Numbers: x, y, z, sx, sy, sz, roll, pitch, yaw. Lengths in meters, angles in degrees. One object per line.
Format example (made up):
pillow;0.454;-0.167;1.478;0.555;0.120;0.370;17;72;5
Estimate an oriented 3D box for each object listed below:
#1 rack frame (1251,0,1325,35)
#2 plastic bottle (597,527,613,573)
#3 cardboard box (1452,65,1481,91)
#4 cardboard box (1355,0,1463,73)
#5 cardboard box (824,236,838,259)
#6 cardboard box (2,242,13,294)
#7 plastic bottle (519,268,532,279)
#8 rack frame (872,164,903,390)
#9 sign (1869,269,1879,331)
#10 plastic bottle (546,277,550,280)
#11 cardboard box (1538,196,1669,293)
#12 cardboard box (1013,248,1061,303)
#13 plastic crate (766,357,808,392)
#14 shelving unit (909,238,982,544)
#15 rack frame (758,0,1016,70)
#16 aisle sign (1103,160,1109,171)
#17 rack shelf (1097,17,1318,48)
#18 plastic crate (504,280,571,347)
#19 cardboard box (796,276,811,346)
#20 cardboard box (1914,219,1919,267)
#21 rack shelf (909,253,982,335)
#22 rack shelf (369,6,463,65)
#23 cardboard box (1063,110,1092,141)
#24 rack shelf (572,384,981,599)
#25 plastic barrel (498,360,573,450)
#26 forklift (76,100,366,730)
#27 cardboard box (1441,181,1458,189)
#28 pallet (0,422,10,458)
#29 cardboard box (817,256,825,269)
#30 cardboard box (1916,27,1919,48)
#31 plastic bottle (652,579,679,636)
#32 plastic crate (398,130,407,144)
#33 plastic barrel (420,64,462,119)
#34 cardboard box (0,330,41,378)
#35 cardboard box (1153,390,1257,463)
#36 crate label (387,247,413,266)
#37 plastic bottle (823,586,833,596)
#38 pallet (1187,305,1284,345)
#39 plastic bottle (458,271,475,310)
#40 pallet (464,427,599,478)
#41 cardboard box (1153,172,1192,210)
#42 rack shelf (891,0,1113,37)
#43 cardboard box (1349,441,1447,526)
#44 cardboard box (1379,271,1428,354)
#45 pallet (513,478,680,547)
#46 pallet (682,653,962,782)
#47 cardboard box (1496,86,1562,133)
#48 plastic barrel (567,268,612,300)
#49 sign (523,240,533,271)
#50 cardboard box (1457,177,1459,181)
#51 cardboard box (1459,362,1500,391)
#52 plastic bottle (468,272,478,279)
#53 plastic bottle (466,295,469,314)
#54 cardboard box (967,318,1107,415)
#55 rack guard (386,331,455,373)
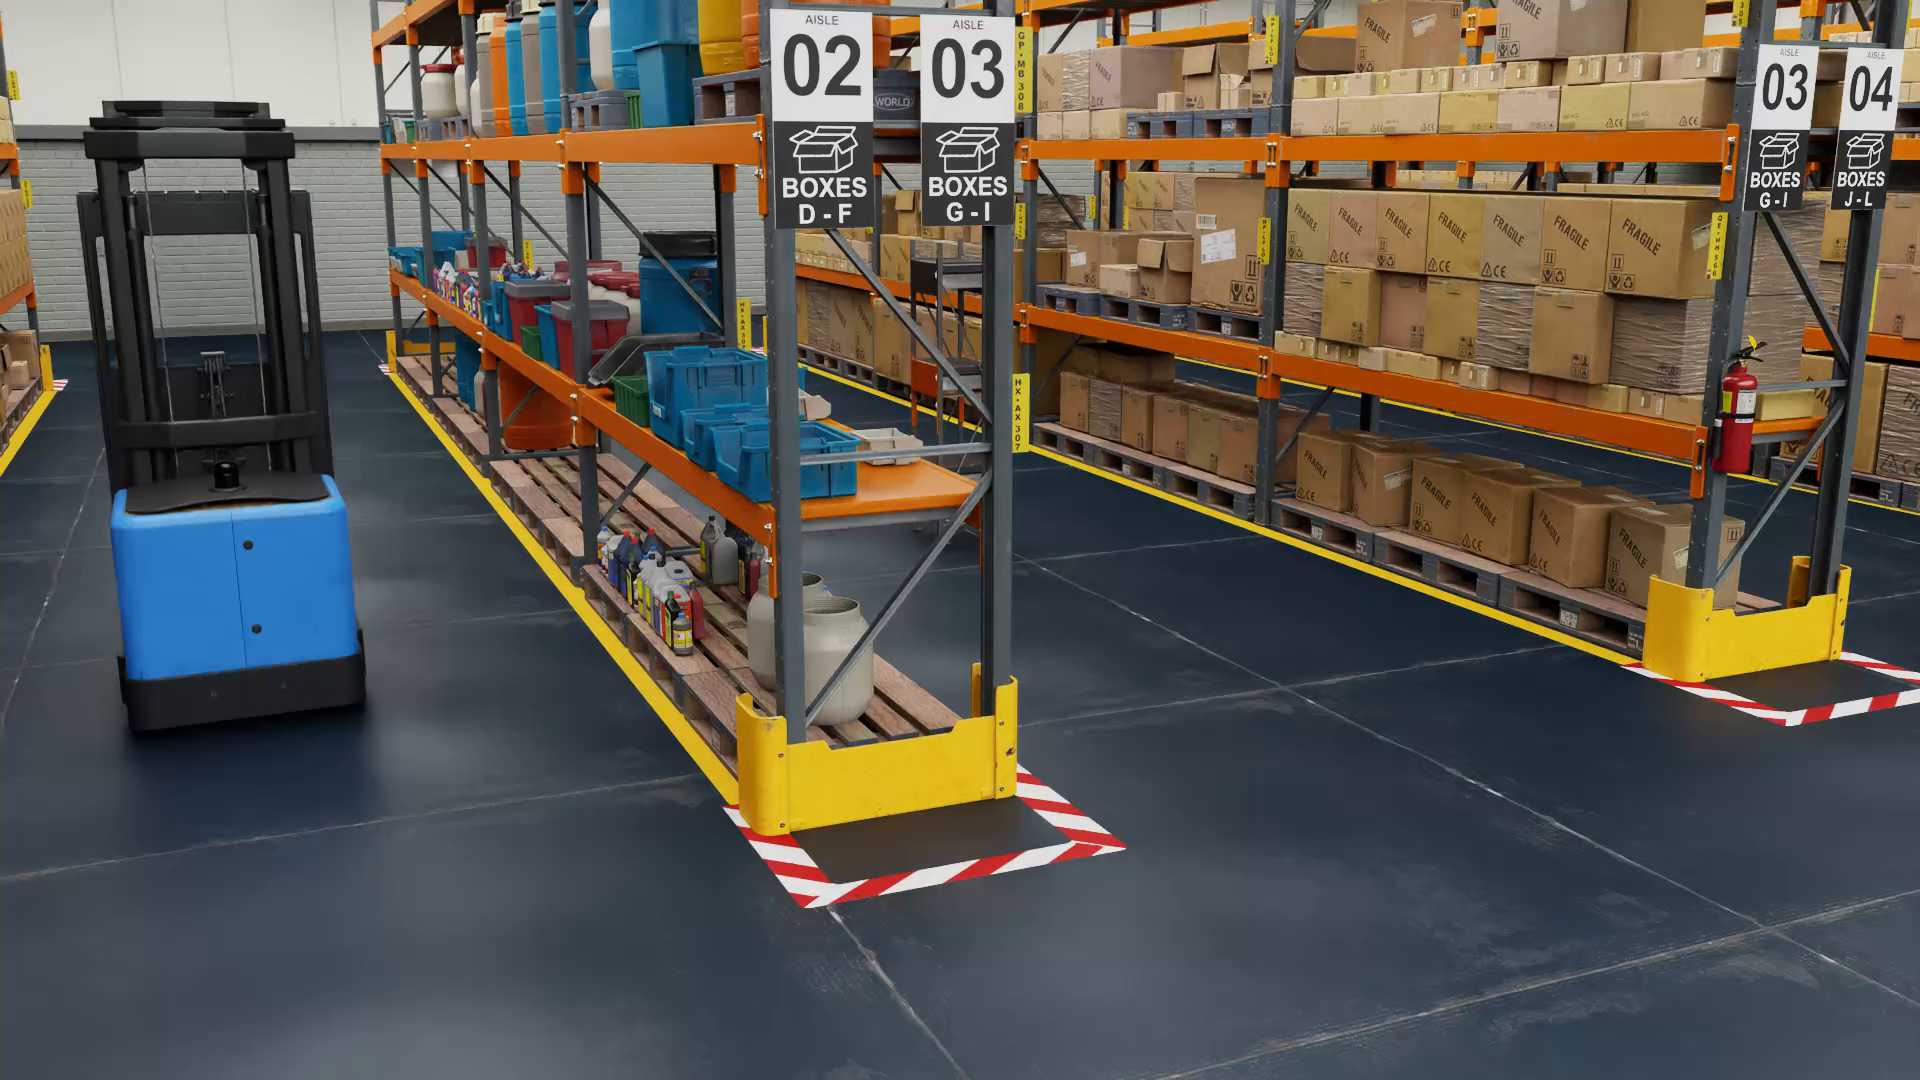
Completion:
rack frame;4.050;-6.615;20.495;1.000;3.000;0.127;-6;14;-23
plastic bottle;-2.142;0.055;10.054;0.097;0.271;0.097;0;13;0
cardboard box;3.209;-2.784;10.042;0.380;0.149;0.250;-5;14;-22
cardboard box;3.084;-3.441;11.443;0.500;0.500;0.500;-6;14;-25
cardboard box;-1.366;-3.617;20.518;0.500;0.250;0.500;-5;14;-22
cardboard box;-9.974;-2.759;16.917;0.500;0.500;0.500;-6;14;-23
plastic bottle;-4.049;-2.364;15.543;0.144;0.351;0.185;-6;14;-23
rack frame;-0.535;-3.265;19.326;1.000;3.000;0.127;-6;14;-23
sign;4.769;-1.257;8.728;0.100;0.325;0.005;-6;14;-23
plastic bottle;-3.832;-2.312;15.494;0.097;0.271;0.097;0;13;0
cardboard box;3.620;-1.661;9.295;0.500;0.500;0.500;-6;14;-23
cardboard box;0.643;-2.567;16.088;0.500;0.500;0.500;-5;14;-21
plastic crate;-1.176;-0.889;9.387;0.499;0.251;0.616;-6;14;-23
shelving unit;-0.066;-1.057;11.781;0.431;2.100;0.503;-6;14;-23
rack frame;-0.266;-3.261;6.005;1.000;3.000;0.127;-6;14;-23
aisle sign;2.144;-5.773;24.397;0.394;0.787;0.004;-6;14;-23
rack shelf;3.249;-6.676;22.362;1.077;0.370;4.000;-6;14;-23
plastic crate;-3.104;-1.661;12.253;0.402;0.464;0.583;-6;14;-23
cardboard box;-1.807;-3.136;22.549;0.875;0.875;0.875;-6;14;-23
cardboard box;7.788;-2.332;12.567;0.875;0.550;0.550;-6;14;-23
rack shelf;-0.066;-1.726;11.626;0.431;0.518;0.480;-6;14;-23
rack shelf;-5.874;-5.609;18.628;1.077;0.370;4.000;-6;14;-23
cardboard box;1.228;-3.601;14.457;0.500;0.250;0.500;-5;14;-22
rack shelf;-1.067;-0.401;8.547;1.077;0.370;4.000;-6;14;-23
plastic barrel;-3.682;-1.238;14.450;0.600;0.830;0.708;-6;14;-23
forklift;-4.004;-0.824;8.931;1.130;2.935;3.031;-6;14;-24
cardboard box;7.502;-5.083;24.741;0.500;0.500;0.500;-6;14;-23
pallet;-9.253;-0.848;15.066;1.003;0.211;1.213;-6;14;-23
cardboard box;-1.573;-3.494;20.873;0.380;0.149;0.250;-5;14;-22
cardboard box;7.396;-3.757;12.434;0.380;0.149;0.250;-6;14;-24
plastic bottle;-1.535;0.351;8.766;0.152;0.276;0.135;-6;14;-25
plastic crate;-5.931;-4.379;18.071;0.293;0.136;0.466;-6;14;-23
plastic barrel;-5.092;-4.419;16.424;0.433;0.535;0.433;0;13;0
cardboard box;-10.772;-2.104;18.877;0.500;0.500;0.500;-6;14;-23
cardboard box;2.045;-0.954;13.906;0.700;0.500;0.500;-7;15;-28
crate label;-6.878;-3.511;20.627;0.416;0.233;0.303;-6;14;-23
plastic bottle;-0.707;0.373;8.679;0.097;0.271;0.097;0;13;0
pallet;2.497;-1.690;12.945;1.003;0.211;1.213;-6;14;-23
plastic bottle;-4.507;-2.285;15.201;0.144;0.351;0.185;-6;14;-23
pallet;-3.825;-0.792;14.824;1.003;0.211;1.213;-6;14;-23
cardboard box;2.988;-4.765;22.706;0.500;0.500;0.500;-6;14;-25
rack shelf;0.266;-5.230;16.990;1.077;0.370;4.000;-6;14;-23
cardboard box;3.030;-0.395;11.538;0.500;0.500;0.500;-1;13;-5
cardboard box;3.254;-1.507;10.847;0.875;0.500;0.500;-6;14;-23
pallet;-2.711;-0.218;12.343;1.003;0.211;1.213;-6;14;-23
pallet;-0.660;0.840;7.772;1.003;0.211;1.213;-6;14;-23
cardboard box;3.446;-2.461;9.529;0.500;0.250;0.500;-5;14;-22
plastic barrel;-2.863;-1.853;12.975;0.421;0.512;0.421;0;13;0
sign;-4.568;-3.002;17.575;0.100;0.325;0.005;-6;14;-23
cardboard box;7.564;-5.366;24.526;0.380;0.149;0.250;-6;14;-23
cardboard box;3.272;-1.004;10.114;0.380;0.149;0.250;-6;14;-23
plastic bottle;-4.726;-2.450;16.078;0.152;0.276;0.135;-6;14;-23
plastic bottle;-4.341;-2.114;14.790;0.097;0.201;0.097;0;13;0
cardboard box;0.810;-1.753;16.572;1.225;0.875;0.875;-6;14;-26
rack guard;-6.697;-2.430;21.262;1.175;0.500;0.348;-6;14;-23
